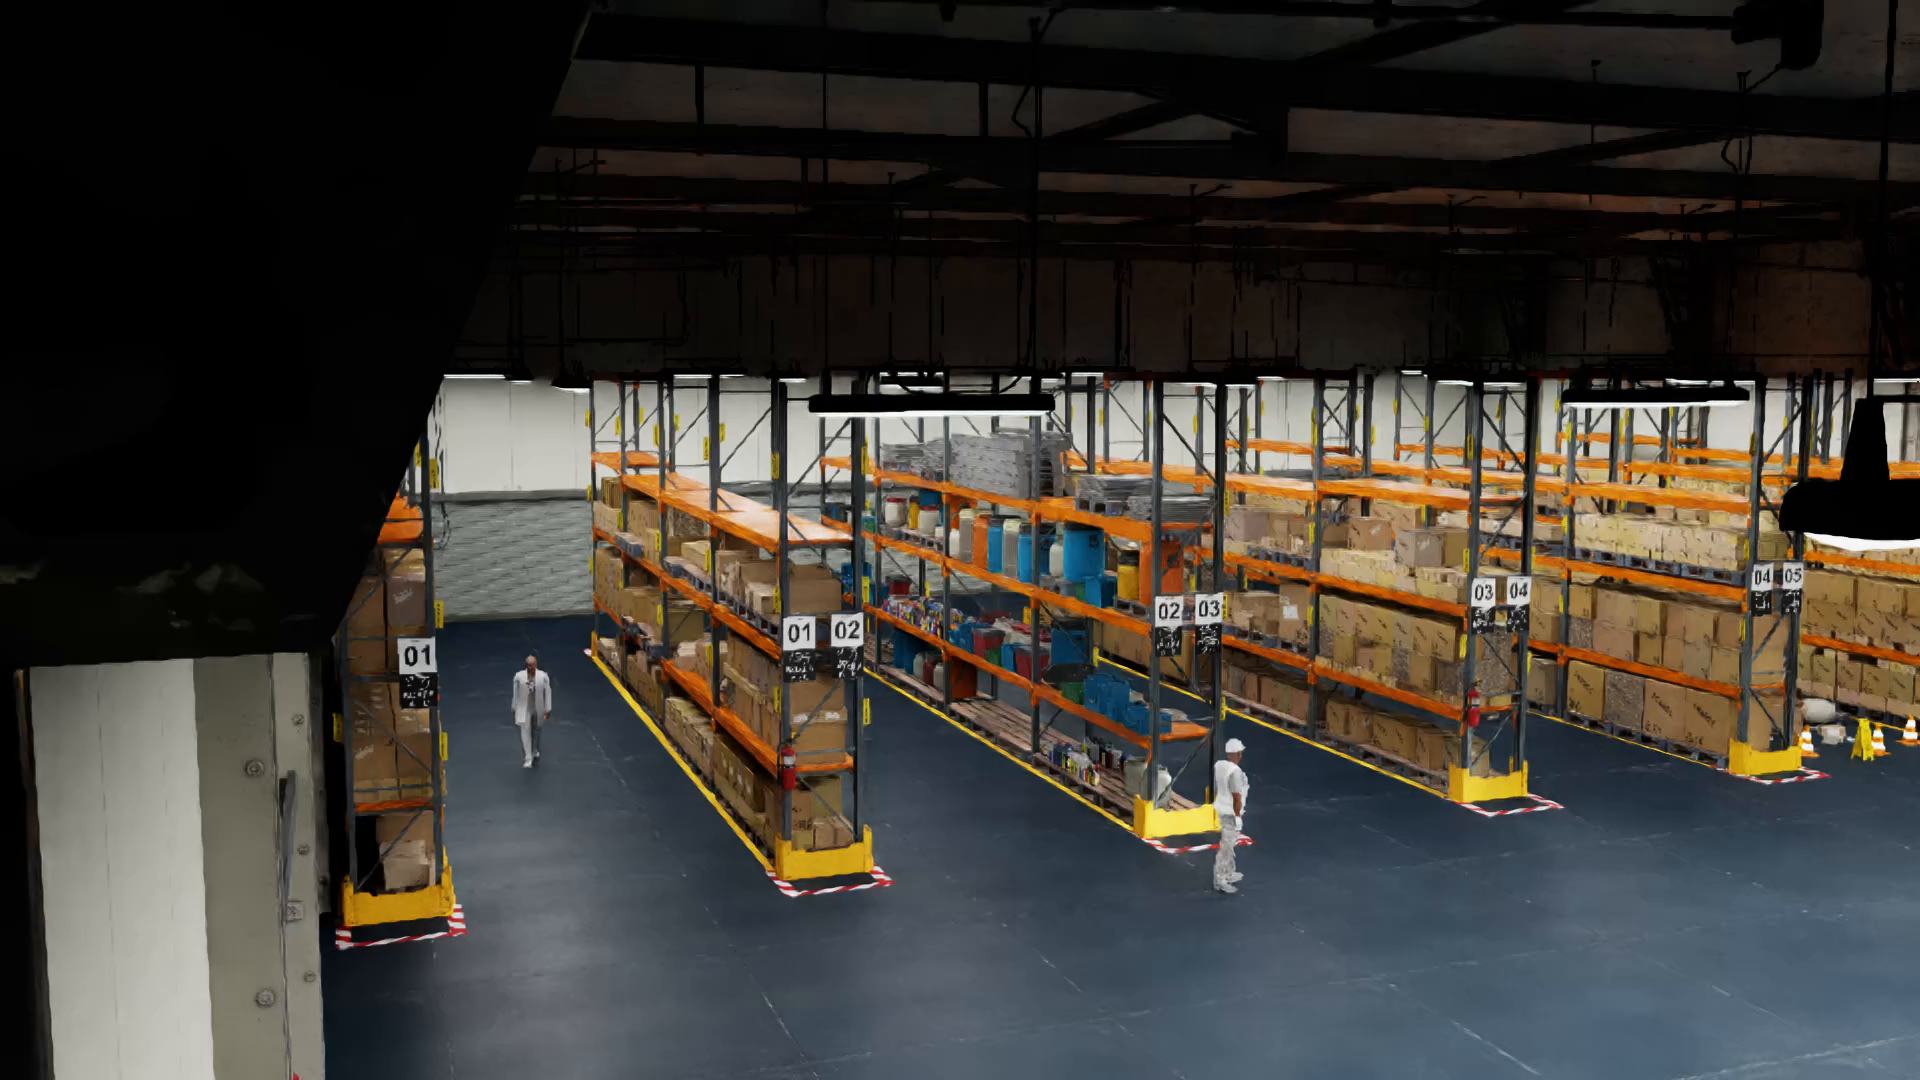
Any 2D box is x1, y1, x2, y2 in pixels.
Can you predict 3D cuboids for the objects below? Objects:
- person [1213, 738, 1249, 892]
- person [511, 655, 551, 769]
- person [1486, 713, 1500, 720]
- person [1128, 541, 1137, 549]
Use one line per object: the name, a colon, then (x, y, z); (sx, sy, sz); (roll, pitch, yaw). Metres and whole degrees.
person: (3.219, 3.240, 19.757); (0.509, 1.785, 0.661); (-1, 6, -11)
person: (-6.593, 2.610, 25.647); (0.588, 1.700, 1.173); (-3, 7, -22)
person: (9.150, 2.261, 29.013); (0.556, 1.659, 0.599); (1, 7, 12)
person: (4.206, 0.883, 41.226); (0.677, 1.726, 0.574); (-3, 7, -22)
